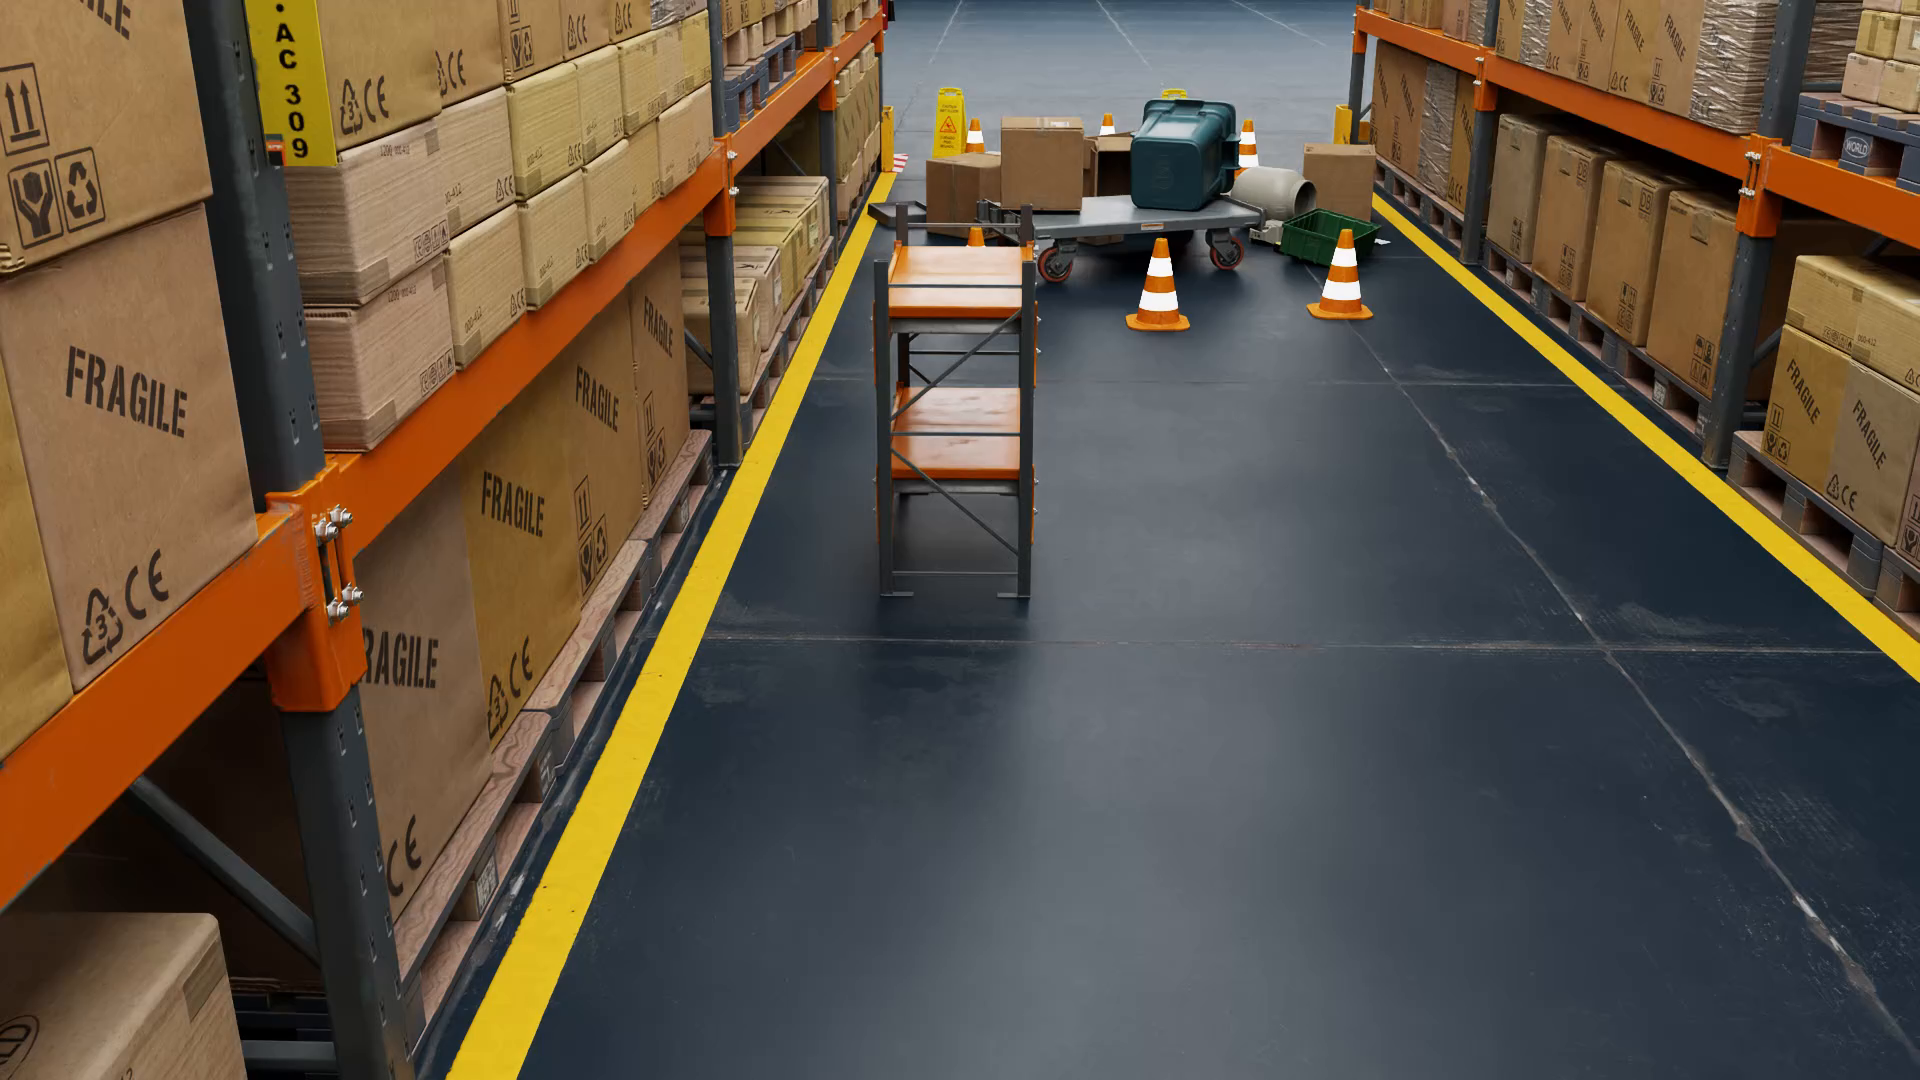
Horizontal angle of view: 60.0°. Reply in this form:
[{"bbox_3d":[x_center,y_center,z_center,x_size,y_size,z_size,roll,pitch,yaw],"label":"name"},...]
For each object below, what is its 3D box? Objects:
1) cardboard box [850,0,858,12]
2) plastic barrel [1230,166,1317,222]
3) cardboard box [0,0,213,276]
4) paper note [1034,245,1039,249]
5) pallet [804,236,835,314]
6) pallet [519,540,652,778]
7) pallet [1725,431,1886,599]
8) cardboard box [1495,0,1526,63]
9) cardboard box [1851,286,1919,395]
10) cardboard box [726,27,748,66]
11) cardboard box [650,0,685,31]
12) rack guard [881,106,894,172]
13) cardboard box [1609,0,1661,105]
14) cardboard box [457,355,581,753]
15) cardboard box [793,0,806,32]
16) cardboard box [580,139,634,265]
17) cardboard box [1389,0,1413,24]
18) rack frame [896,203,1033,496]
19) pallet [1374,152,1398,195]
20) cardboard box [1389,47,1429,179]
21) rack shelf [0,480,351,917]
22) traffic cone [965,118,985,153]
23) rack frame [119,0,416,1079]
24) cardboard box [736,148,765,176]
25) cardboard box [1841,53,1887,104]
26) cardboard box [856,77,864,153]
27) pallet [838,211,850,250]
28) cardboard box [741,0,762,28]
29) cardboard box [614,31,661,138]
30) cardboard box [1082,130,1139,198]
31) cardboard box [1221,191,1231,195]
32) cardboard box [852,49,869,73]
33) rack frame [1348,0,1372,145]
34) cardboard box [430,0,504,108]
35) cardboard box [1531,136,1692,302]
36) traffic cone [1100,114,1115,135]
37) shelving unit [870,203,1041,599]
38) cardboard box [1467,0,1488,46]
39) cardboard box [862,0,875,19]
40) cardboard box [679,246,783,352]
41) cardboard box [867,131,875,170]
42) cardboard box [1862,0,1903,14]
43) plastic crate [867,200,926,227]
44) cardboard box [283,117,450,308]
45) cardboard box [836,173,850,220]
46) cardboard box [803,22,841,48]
[{"bbox_3d":[-0.964,-3.863,11.290,0.500,0.500,0.500,0,21,1],"label":"cardboard box"},{"bbox_3d":[2.176,-2.367,11.544,0.512,0.421,0.421,18,27,38],"label":"plastic barrel"},{"bbox_3d":[-1.257,-0.606,1.922,0.500,0.500,0.500,0,21,1],"label":"cardboard box"},{"bbox_3d":[0.446,-1.948,11.006,0.148,0.019,0.142,1,21,2],"label":"paper note"},{"bbox_3d":[-1.298,-1.577,9.803,1.003,0.211,1.213,1,21,2],"label":"pallet"},{"bbox_3d":[-1.537,0.312,4.934,1.003,0.211,1.213,1,21,2],"label":"pallet"},{"bbox_3d":[3.528,-0.112,6.026,1.003,0.211,1.213,1,21,2],"label":"pallet"},{"bbox_3d":[3.390,-3.000,9.477,0.500,0.500,0.500,1,21,2],"label":"cardboard box"},{"bbox_3d":[3.275,-0.645,5.382,0.500,0.250,0.500,0,21,1],"label":"cardboard box"},{"bbox_3d":[-1.105,-2.107,7.080,0.380,0.149,0.250,-1,21,-2],"label":"cardboard box"},{"bbox_3d":[-1.159,-1.850,5.130,0.500,0.500,0.500,1,21,3],"label":"cardboard box"},{"bbox_3d":[-1.156,-3.412,14.132,1.175,0.500,0.348,1,21,2],"label":"rack guard"},{"bbox_3d":[3.331,-2.268,7.590,0.500,0.500,0.500,0,21,1],"label":"cardboard box"},{"bbox_3d":[-1.560,-0.023,4.299,0.875,0.875,0.875,1,21,3],"label":"cardboard box"},{"bbox_3d":[-1.017,-2.768,8.782,0.380,0.149,0.250,1,21,2],"label":"cardboard box"},{"bbox_3d":[-1.172,-0.906,4.423,0.500,0.250,0.500,0,21,1],"label":"cardboard box"},{"bbox_3d":[3.693,-4.122,12.299,0.875,0.550,0.550,1,21,2],"label":"cardboard box"},{"bbox_3d":[0.015,-0.706,6.293,0.500,1.125,0.032,1,21,2],"label":"rack frame"},{"bbox_3d":[3.851,-2.997,13.462,1.003,0.211,1.213,1,21,2],"label":"pallet"},{"bbox_3d":[3.817,-3.228,12.559,0.875,0.875,0.875,0,21,1],"label":"cardboard box"},{"bbox_3d":[-1.580,0.792,0.835,1.077,0.370,4.000,1,21,2],"label":"rack shelf"},{"bbox_3d":[0.122,-3.253,13.773,0.336,0.463,0.334,1,21,2],"label":"traffic cone"},{"bbox_3d":[-1.522,-0.266,2.569,0.949,2.616,0.053,1,21,2],"label":"rack frame"},{"bbox_3d":[-1.526,-2.639,10.868,0.500,0.500,0.500,0,21,1],"label":"cardboard box"},{"bbox_3d":[3.338,-1.614,5.808,0.380,0.149,0.250,0,21,1],"label":"cardboard box"},{"bbox_3d":[-0.966,-3.014,11.834,0.500,0.500,0.500,2,21,4],"label":"cardboard box"},{"bbox_3d":[-1.291,-2.102,11.155,1.003,0.211,1.213,1,21,2],"label":"pallet"},{"bbox_3d":[-1.144,-2.442,7.047,0.500,0.500,0.500,2,21,4],"label":"cardboard box"},{"bbox_3d":[-1.165,-1.327,4.819,0.500,0.250,0.500,0,21,0],"label":"cardboard box"},{"bbox_3d":[1.323,-2.778,12.494,0.797,0.503,0.637,-16,26,-35],"label":"cardboard box"},{"bbox_3d":[1.886,-2.508,12.126,0.396,0.266,0.258,4,22,11],"label":"cardboard box"},{"bbox_3d":[-0.882,-3.559,12.342,0.380,0.149,0.250,2,21,4],"label":"cardboard box"},{"bbox_3d":[3.797,-4.587,13.705,1.000,3.000,0.127,1,21,2],"label":"rack frame"},{"bbox_3d":[-1.231,-1.119,3.247,0.500,0.500,0.500,1,21,1],"label":"cardboard box"},{"bbox_3d":[3.713,-1.714,8.829,1.050,0.750,0.750,1,21,2],"label":"cardboard box"},{"bbox_3d":[1.242,-3.364,14.058,0.336,0.463,0.334,1,21,2],"label":"traffic cone"},{"bbox_3d":[0.000,-0.522,5.819,0.538,1.125,1.048,1,21,2],"label":"shelving unit"},{"bbox_3d":[3.674,-3.344,10.294,0.875,0.550,0.550,1,21,2],"label":"cardboard box"},{"bbox_3d":[-0.855,-4.072,12.724,0.380,0.149,0.250,1,21,3],"label":"cardboard box"},{"bbox_3d":[-1.356,-1.154,7.910,0.950,0.372,0.625,0,21,1],"label":"cardboard box"},{"bbox_3d":[-0.933,-3.037,12.929,0.500,0.250,0.500,1,21,2],"label":"cardboard box"},{"bbox_3d":[3.346,-1.884,5.683,0.380,0.149,0.250,1,21,2],"label":"cardboard box"},{"bbox_3d":[-0.408,-2.356,11.992,0.402,0.080,0.583,-7,22,-17],"label":"plastic crate"},{"bbox_3d":[-1.224,-0.586,2.908,0.500,0.250,0.500,0,21,0],"label":"cardboard box"},{"bbox_3d":[-0.988,-2.283,10.987,0.500,0.250,0.500,0,21,-1],"label":"cardboard box"},{"bbox_3d":[-0.946,-3.152,10.354,0.380,0.149,0.250,1,21,1],"label":"cardboard box"}]
